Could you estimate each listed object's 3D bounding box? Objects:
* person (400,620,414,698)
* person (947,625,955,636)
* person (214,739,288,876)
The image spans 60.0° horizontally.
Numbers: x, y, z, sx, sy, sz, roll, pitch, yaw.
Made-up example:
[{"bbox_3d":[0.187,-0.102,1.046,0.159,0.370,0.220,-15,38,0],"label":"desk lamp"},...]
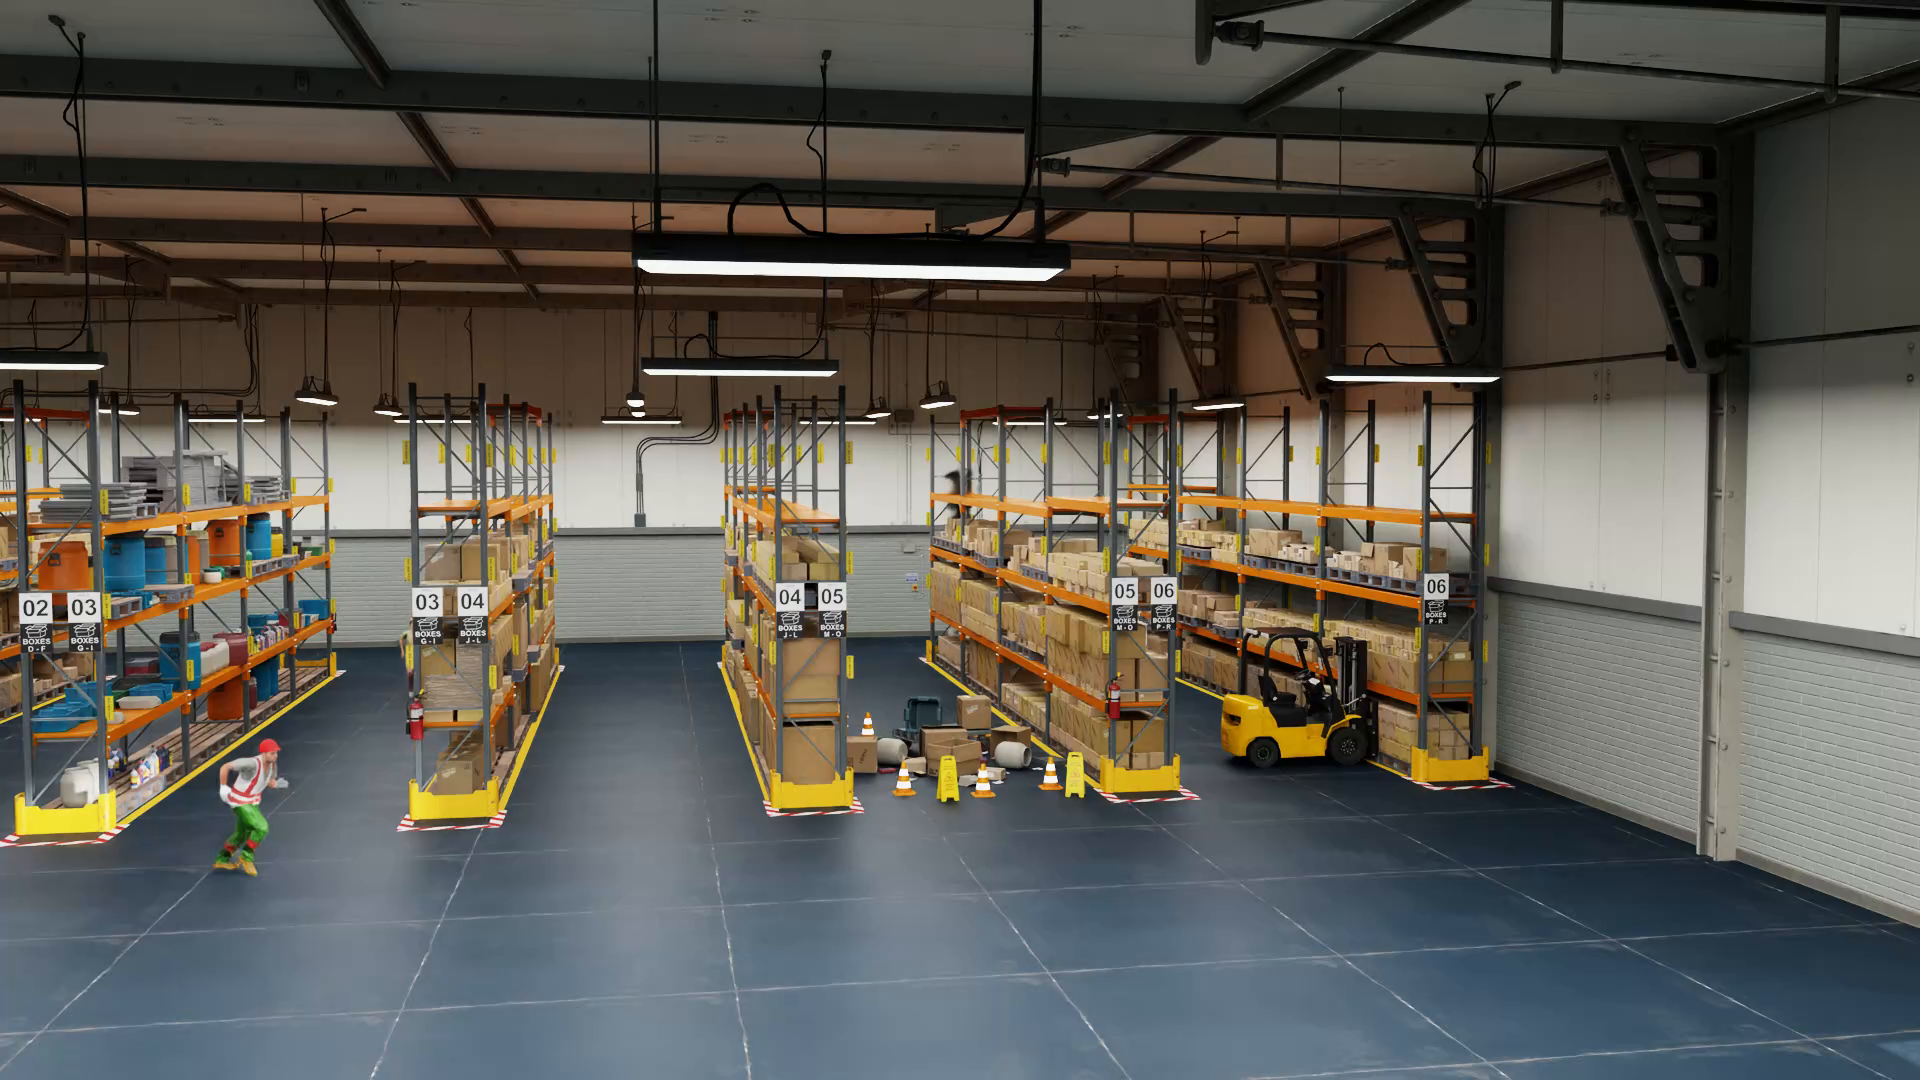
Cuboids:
[{"bbox_3d":[-11.294,2.445,34.379,0.527,1.671,0.792,-1,3,-23],"label":"person"},{"bbox_3d":[-0.026,1.875,43.634,1.047,1.761,0.715,-1,3,-26],"label":"person"},{"bbox_3d":[-8.485,3.184,19.778,0.968,1.655,0.710,1,3,14],"label":"person"}]
